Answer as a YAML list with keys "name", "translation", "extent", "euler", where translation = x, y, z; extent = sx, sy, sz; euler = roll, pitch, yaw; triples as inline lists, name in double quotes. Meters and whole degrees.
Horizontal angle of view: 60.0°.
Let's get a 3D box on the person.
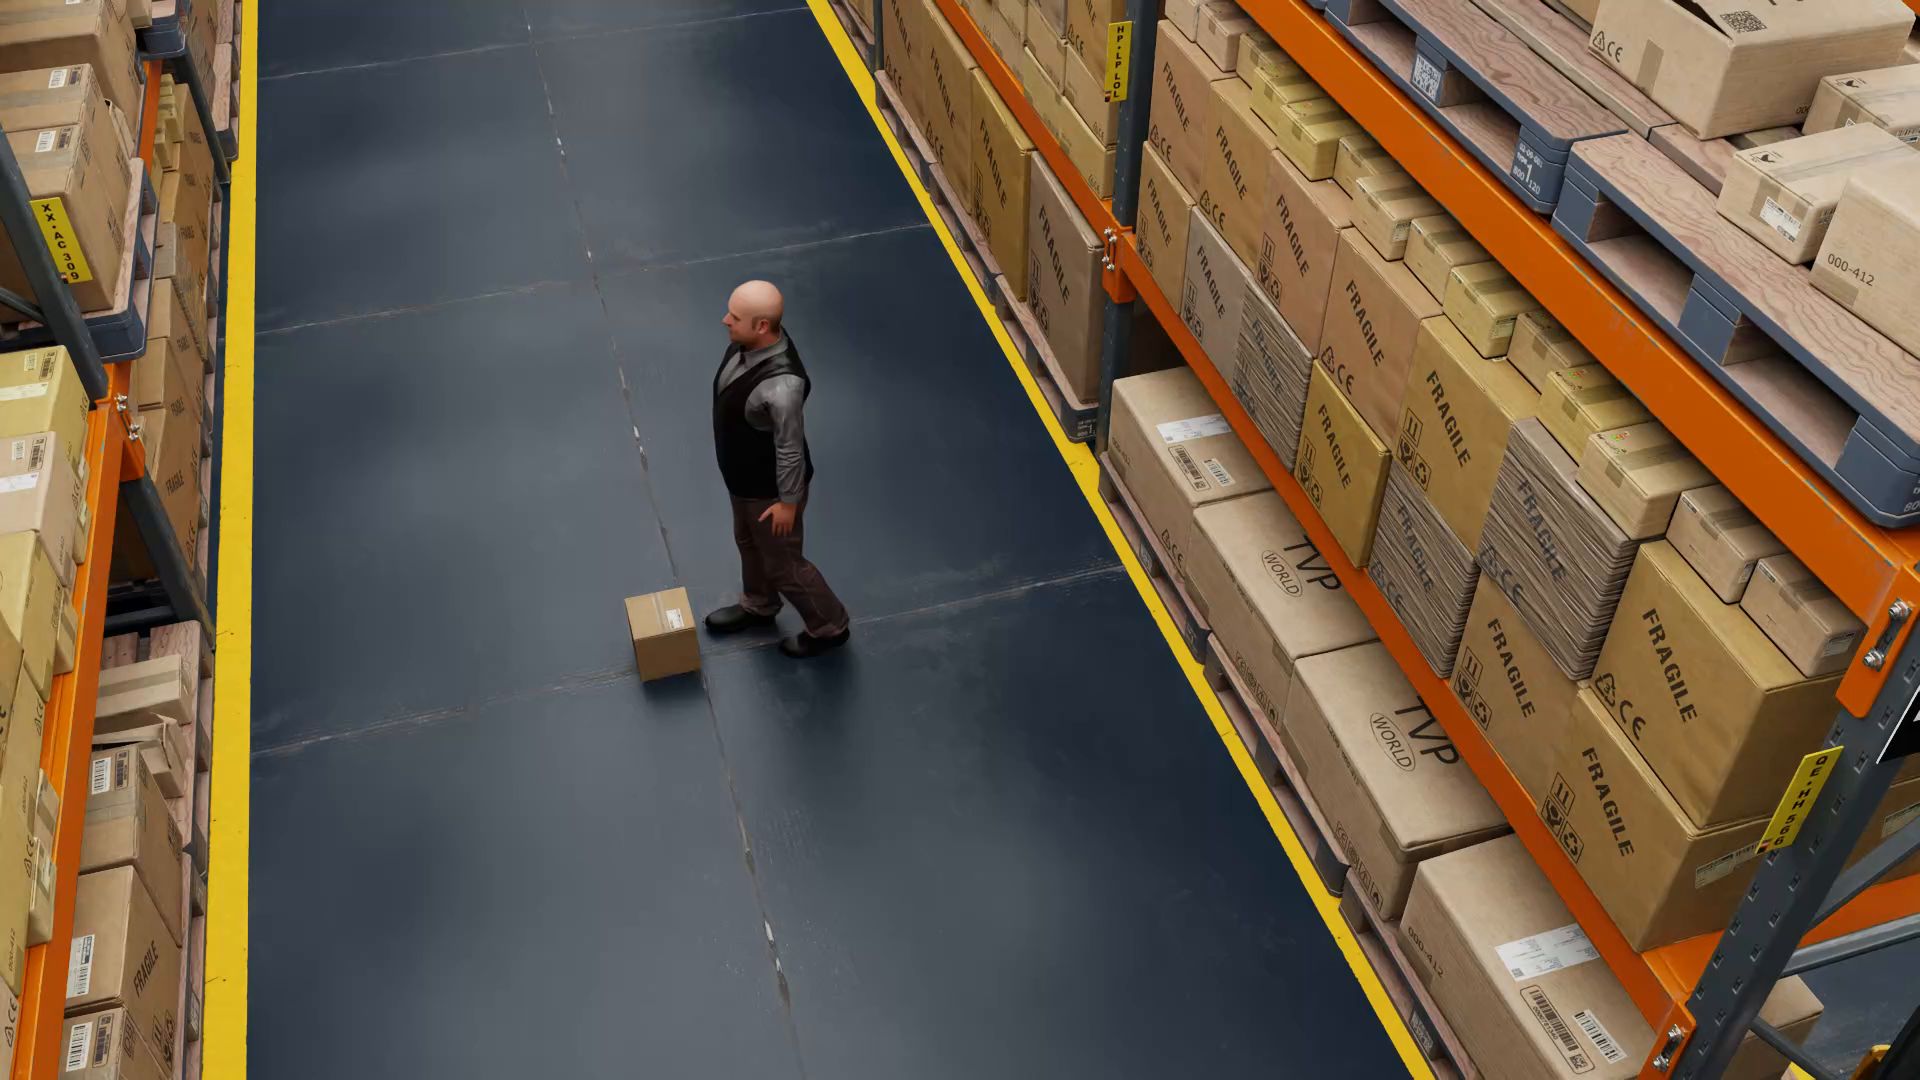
- name: "person"
  translation: [-0.775, -0.249, 6.464]
  extent: [0.570, 1.743, 0.555]
  euler: [-12, 43, -13]
